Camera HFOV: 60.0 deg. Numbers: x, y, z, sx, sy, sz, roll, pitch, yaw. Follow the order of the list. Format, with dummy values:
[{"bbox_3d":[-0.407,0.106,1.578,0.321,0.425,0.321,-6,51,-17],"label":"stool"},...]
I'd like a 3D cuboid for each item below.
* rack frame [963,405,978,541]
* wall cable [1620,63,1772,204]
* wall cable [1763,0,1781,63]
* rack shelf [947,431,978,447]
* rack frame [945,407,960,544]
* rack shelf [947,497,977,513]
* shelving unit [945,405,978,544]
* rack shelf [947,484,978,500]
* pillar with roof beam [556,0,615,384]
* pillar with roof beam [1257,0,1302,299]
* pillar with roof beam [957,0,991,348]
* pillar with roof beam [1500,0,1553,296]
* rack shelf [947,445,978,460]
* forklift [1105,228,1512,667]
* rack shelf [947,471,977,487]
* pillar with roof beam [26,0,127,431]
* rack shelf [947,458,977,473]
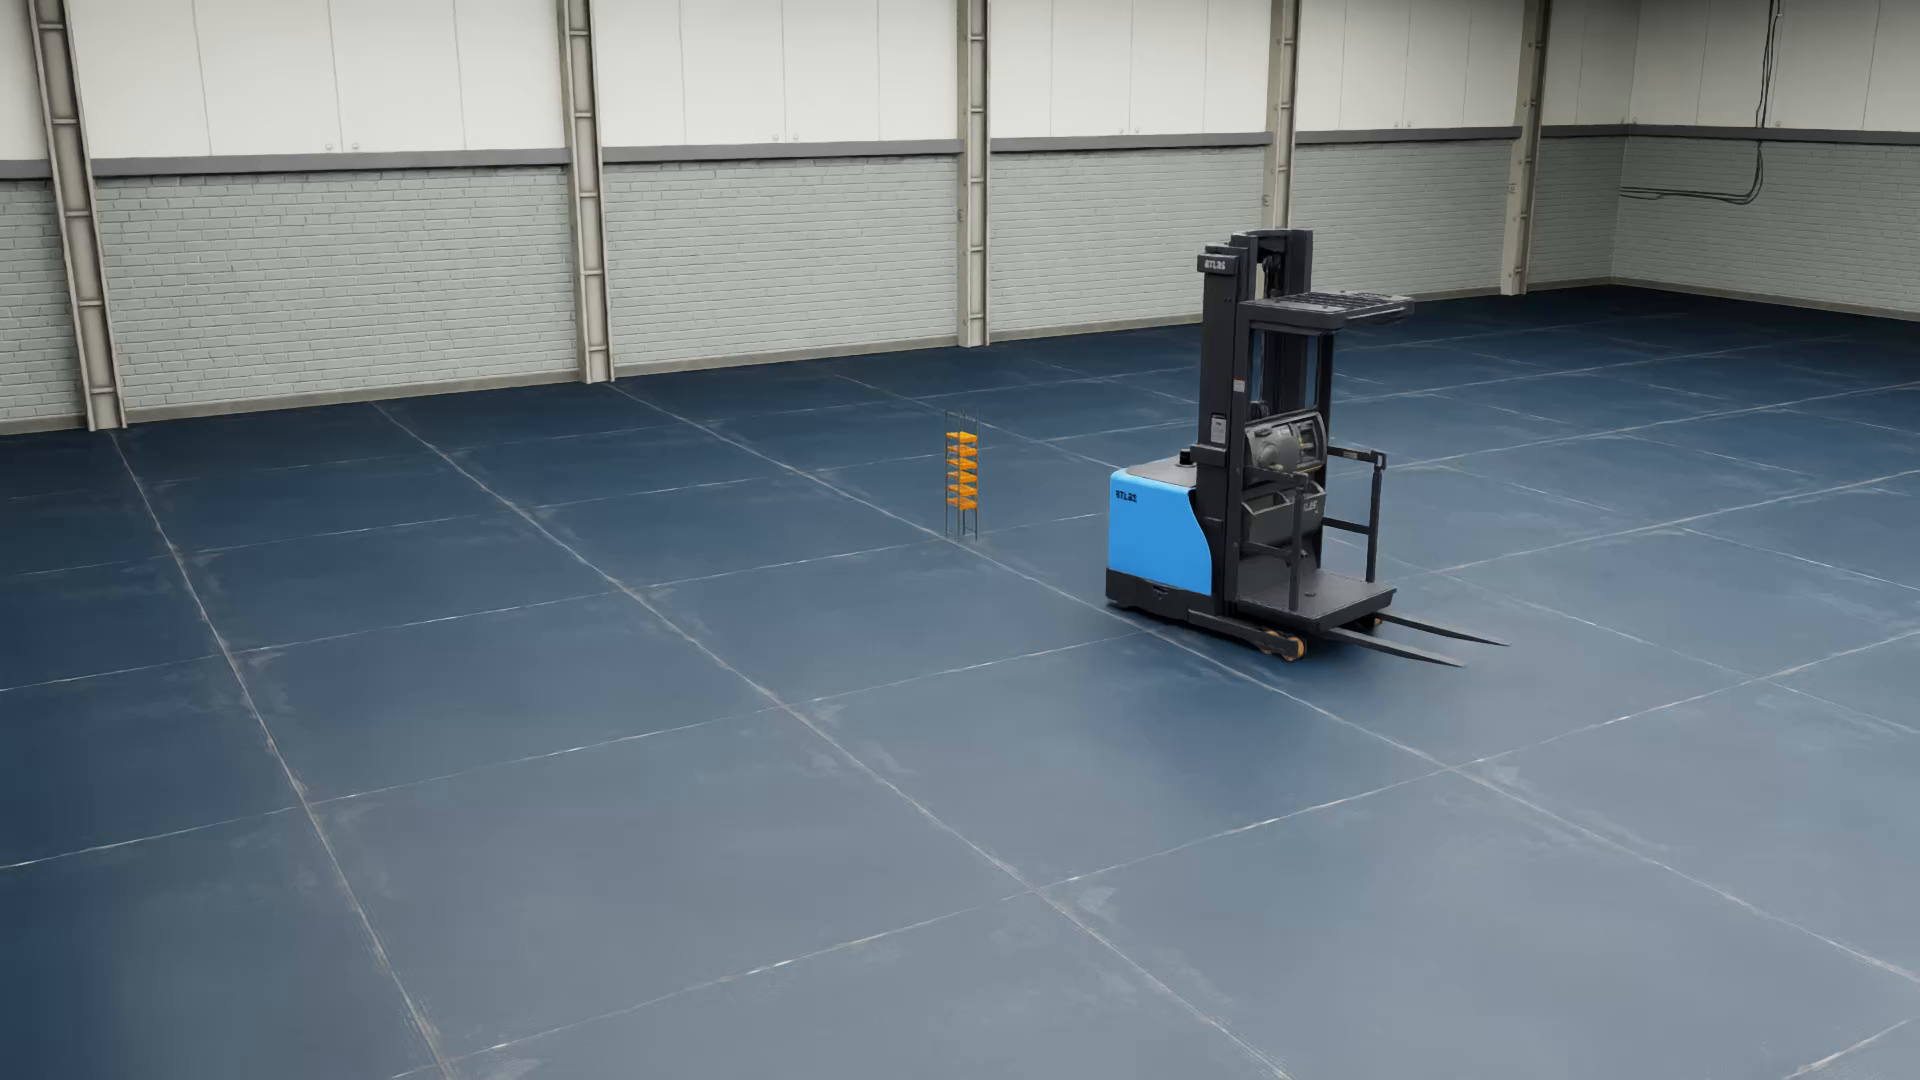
[{"bbox_3d":[0.091,-0.592,14.800,0.006,1.200,0.240,-9,18,-30],"label":"rack frame"},{"bbox_3d":[13.696,-7.611,31.141,0.112,2.526,3.097,-9,18,-30],"label":"wall cable"},{"bbox_3d":[15.090,-9.416,28.226,0.112,2.526,3.097,-9,18,-30],"label":"wall cable"},{"bbox_3d":[0.012,-0.884,14.670,0.180,0.103,0.258,-9,18,-30],"label":"rack shelf"},{"bbox_3d":[-0.066,-0.567,14.710,0.006,1.200,0.240,-9,18,-30],"label":"rack frame"},{"bbox_3d":[0.012,-0.306,14.832,0.180,0.103,0.258,-9,18,-30],"label":"rack shelf"},{"bbox_3d":[0.012,-0.580,14.755,0.189,1.200,0.258,-9,18,-30],"label":"shelving unit"},{"bbox_3d":[0.012,-0.421,14.799,0.180,0.103,0.258,-9,18,-30],"label":"rack shelf"},{"bbox_3d":[-2.722,-5.504,17.873,0.400,9.000,9.100,-9,18,-30],"label":"pillar with roof beam"},{"bbox_3d":[7.564,-7.172,23.823,0.400,9.000,9.100,-9,18,-30],"label":"pillar with roof beam"},{"bbox_3d":[2.421,-6.338,20.848,0.400,9.000,9.100,-9,18,-30],"label":"pillar with roof beam"},{"bbox_3d":[12.707,-8.006,26.799,0.400,9.000,9.100,-9,18,-30],"label":"pillar with roof beam"},{"bbox_3d":[0.012,-0.768,14.702,0.180,0.103,0.258,-9,18,-30],"label":"rack shelf"},{"bbox_3d":[2.531,-0.709,12.008,1.130,2.935,3.031,-15,21,-42],"label":"forklift"},{"bbox_3d":[0.012,-0.537,14.767,0.180,0.103,0.258,-9,18,-30],"label":"rack shelf"},{"bbox_3d":[-7.865,-4.670,14.897,0.400,9.000,9.100,-9,18,-30],"label":"pillar with roof beam"},{"bbox_3d":[0.012,-0.653,14.735,0.180,0.103,0.258,-9,18,-30],"label":"rack shelf"}]
